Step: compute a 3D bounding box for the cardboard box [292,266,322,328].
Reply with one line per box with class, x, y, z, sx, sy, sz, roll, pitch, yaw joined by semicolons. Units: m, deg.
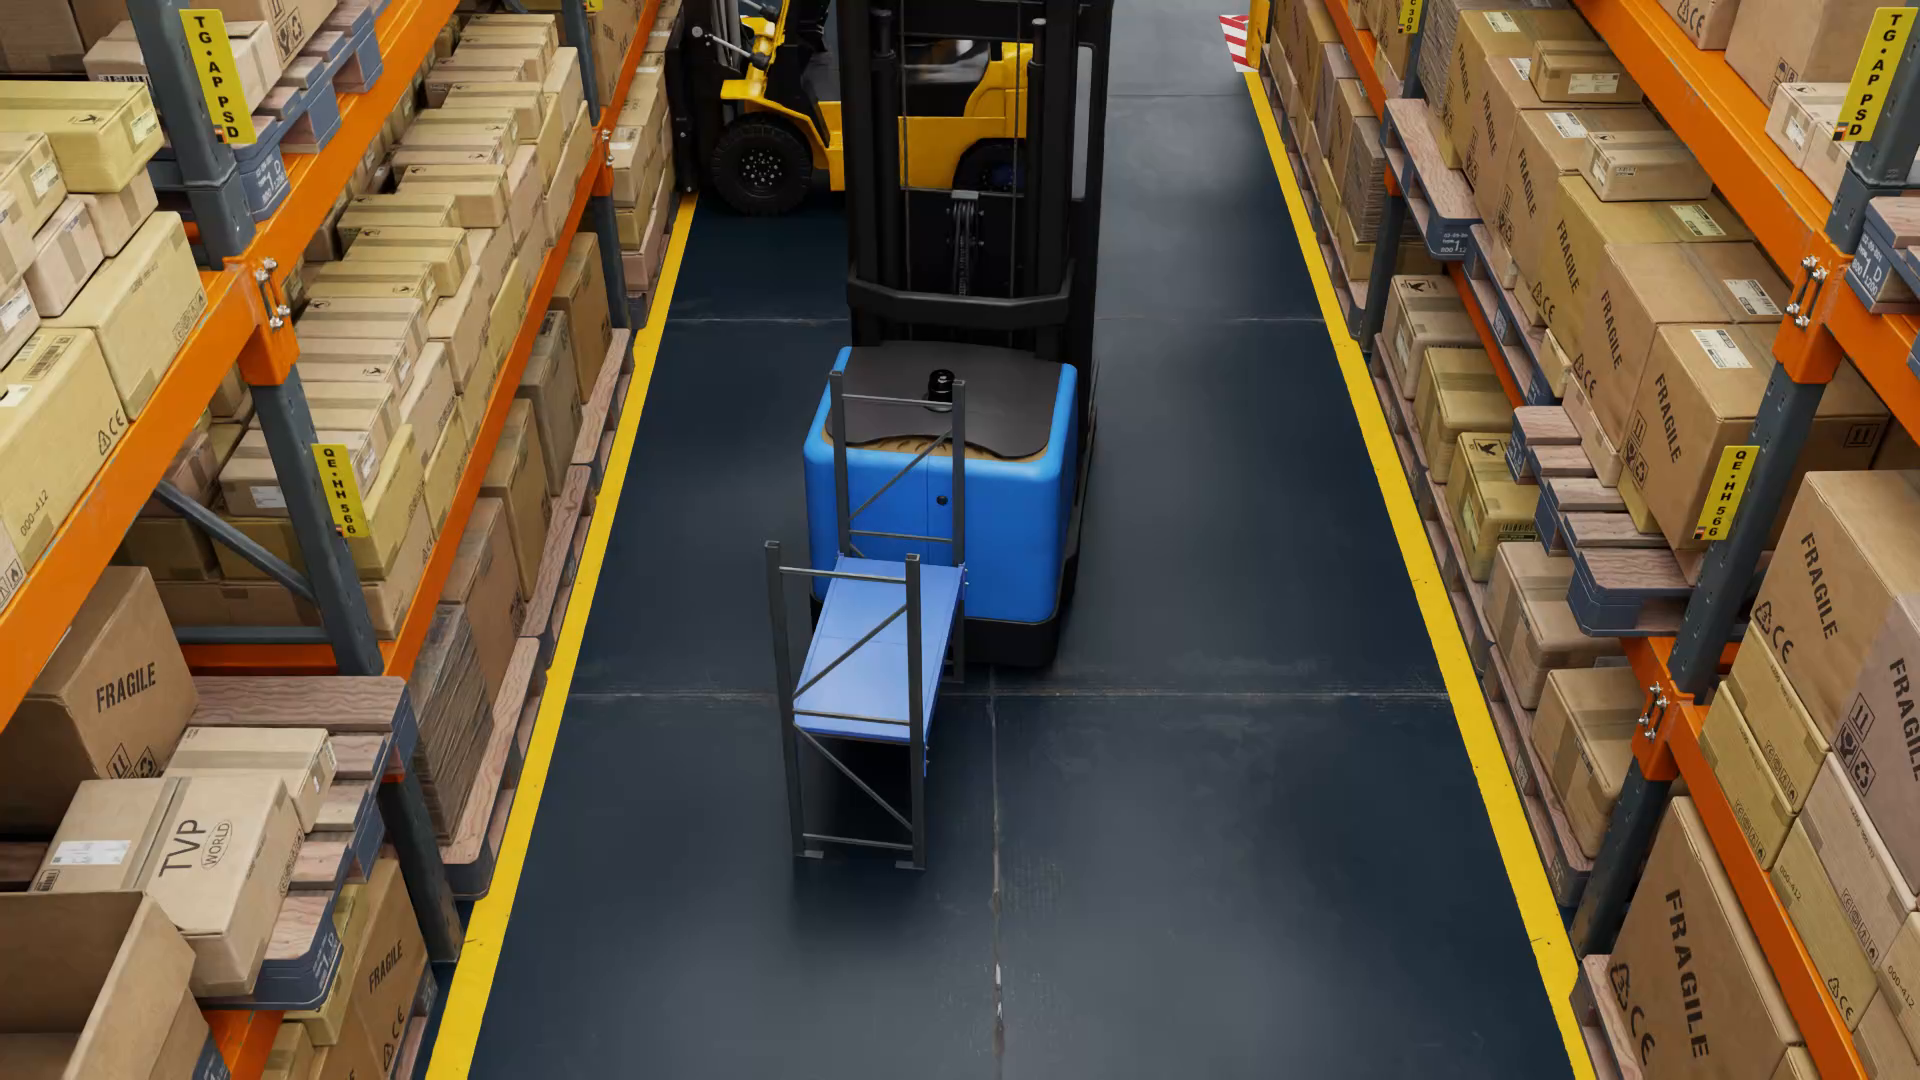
cardboard box;-2.556;-0.758;6.018;0.500;0.250;0.500;0;39;0

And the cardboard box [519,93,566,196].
cardboard box;-2.018;-1.718;7.215;0.500;0.250;0.500;-1;39;-1

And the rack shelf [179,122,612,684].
rack shelf;-2.280;-0.678;6.773;1.077;0.370;4.000;0;39;0

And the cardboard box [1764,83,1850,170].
cardboard box;2.468;-1.139;4.575;0.380;0.149;0.250;0;39;0

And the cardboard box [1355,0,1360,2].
cardboard box;2.420;-3.295;9.145;0.500;0.500;0.500;1;39;1

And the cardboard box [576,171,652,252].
cardboard box;-1.974;-1.798;9.058;0.500;0.250;0.500;0;39;0

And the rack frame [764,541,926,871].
rack frame;-0.377;0.619;5.778;0.500;1.500;0.032;5;39;6

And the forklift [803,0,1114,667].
forklift;0.090;-1.529;7.315;1.130;2.935;3.031;5;39;6

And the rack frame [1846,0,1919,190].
rack frame;2.686;-2.055;3.118;1.000;3.000;0.127;0;39;0

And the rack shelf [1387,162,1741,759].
rack shelf;2.684;-0.684;6.780;1.077;0.370;4.000;0;39;0

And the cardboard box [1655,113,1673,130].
cardboard box;2.910;-1.285;6.302;0.500;0.500;0.500;-1;39;-2

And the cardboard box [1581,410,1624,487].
cardboard box;2.333;-0.310;5.603;0.380;0.149;0.250;0;39;0

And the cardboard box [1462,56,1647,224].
cardboard box;2.384;-1.619;6.718;0.500;0.500;0.500;0;39;0

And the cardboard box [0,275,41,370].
cardboard box;-2.081;-0.428;3.288;0.380;0.149;0.250;1;39;1

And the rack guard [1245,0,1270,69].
rack guard;2.677;-3.694;11.960;1.175;0.500;0.348;0;39;0

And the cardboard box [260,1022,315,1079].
cardboard box;-2.036;1.494;4.631;0.380;0.149;0.250;-1;39;-2

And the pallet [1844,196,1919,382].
pallet;2.740;-0.408;3.613;1.213;0.211;1.003;2;39;2

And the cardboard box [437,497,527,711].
cardboard box;-2.273;0.256;6.595;0.875;0.625;0.625;1;39;1

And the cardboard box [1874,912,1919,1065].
cardboard box;2.428;1.101;3.697;0.500;0.250;0.500;0;39;0

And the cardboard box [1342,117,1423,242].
cardboard box;2.413;-1.969;9.071;0.500;0.500;0.500;-1;39;-1

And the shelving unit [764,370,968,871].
shelving unit;-0.304;0.304;6.171;0.538;1.500;1.048;5;39;6

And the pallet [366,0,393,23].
pallet;-2.372;-1.929;5.510;1.003;0.211;1.213;2;39;2

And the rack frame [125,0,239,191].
rack frame;-2.277;-2.049;3.111;1.000;3.000;0.127;0;39;0

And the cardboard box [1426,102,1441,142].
cardboard box;2.366;-1.935;7.632;0.380;0.149;0.250;0;39;1

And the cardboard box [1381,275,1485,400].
cardboard box;2.685;-1.026;8.397;0.950;0.372;0.625;0;39;1

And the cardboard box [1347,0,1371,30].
cardboard box;2.372;-2.954;9.238;0.380;0.149;0.250;-1;39;-1

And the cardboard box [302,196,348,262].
cardboard box;-2.501;-1.164;6.205;0.380;0.149;0.250;1;39;1

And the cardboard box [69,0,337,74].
cardboard box;-2.034;-1.574;4.421;0.500;0.500;0.500;0;39;0

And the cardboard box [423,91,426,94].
cardboard box;-2.538;-2.029;7.603;0.500;0.250;0.500;-1;39;-1

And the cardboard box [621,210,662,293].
cardboard box;-1.951;-1.603;9.215;0.500;0.250;0.500;0;39;0

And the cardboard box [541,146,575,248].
cardboard box;-2.014;-1.522;7.370;0.500;0.250;0.500;0;39;0

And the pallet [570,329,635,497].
pallet;-2.242;-0.661;8.406;1.003;0.211;1.213;0;39;0

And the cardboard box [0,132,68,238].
cardboard box;-2.087;-0.712;3.405;0.380;0.149;0.250;-1;39;-2

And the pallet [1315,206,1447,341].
pallet;2.646;-1.547;9.512;1.003;0.211;1.213;0;39;0

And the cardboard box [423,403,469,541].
cardboard box;-2.029;-0.242;5.773;0.500;0.250;0.500;-1;39;-1

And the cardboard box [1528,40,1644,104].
cardboard box;2.433;-1.814;6.443;0.380;0.149;0.250;2;39;2

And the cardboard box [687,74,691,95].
cardboard box;-1.962;-3.056;10.628;0.500;0.250;0.500;-1;39;-1

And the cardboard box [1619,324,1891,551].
cardboard box;2.408;-0.317;5.093;0.500;0.500;0.500;-1;39;-1

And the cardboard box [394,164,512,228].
cardboard box;-1.951;-1.323;6.404;0.380;0.149;0.250;-1;39;-1

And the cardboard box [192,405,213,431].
cardboard box;-2.592;-0.367;5.211;0.380;0.149;0.250;1;39;1

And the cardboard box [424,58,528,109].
cardboard box;-2.093;-1.974;7.216;0.380;0.149;0.250;0;39;0

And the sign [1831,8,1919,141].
sign;2.144;-1.087;3.896;0.100;0.325;0.005;0;39;0

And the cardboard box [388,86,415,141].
cardboard box;-2.528;-1.798;6.996;0.380;0.149;0.250;0;39;0

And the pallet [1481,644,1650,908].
pallet;2.687;0.885;6.476;1.003;0.211;1.213;0;39;0

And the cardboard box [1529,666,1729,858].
cardboard box;2.696;0.794;6.126;0.950;0.372;0.625;-2;39;-3

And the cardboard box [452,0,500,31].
cardboard box;-2.553;-2.529;8.428;0.500;0.500;0.500;0;39;0

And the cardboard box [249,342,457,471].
cardboard box;-2.033;-0.435;5.615;0.500;0.250;0.500;1;39;1

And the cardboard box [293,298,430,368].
cardboard box;-2.024;-0.691;5.615;0.380;0.149;0.250;0;39;0

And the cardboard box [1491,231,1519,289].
cardboard box;2.340;-1.120;6.614;0.380;0.149;0.250;1;39;2

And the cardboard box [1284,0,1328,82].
cardboard box;2.407;-3.254;10.675;0.500;0.500;0.500;-1;39;-2

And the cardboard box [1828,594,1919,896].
cardboard box;2.453;0.476;3.878;0.500;0.500;0.500;0;39;0

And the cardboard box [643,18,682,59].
cardboard box;-1.964;-2.953;10.099;0.500;0.250;0.500;-1;39;-1

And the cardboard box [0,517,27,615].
cardboard box;-2.032;0.128;2.913;0.500;0.250;0.500;0;39;0

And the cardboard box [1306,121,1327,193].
cardboard box;2.406;-2.327;10.118;0.500;0.250;0.500;1;39;1

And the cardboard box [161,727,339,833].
cardboard box;-1.893;0.637;4.422;0.380;0.149;0.250;1;39;1
